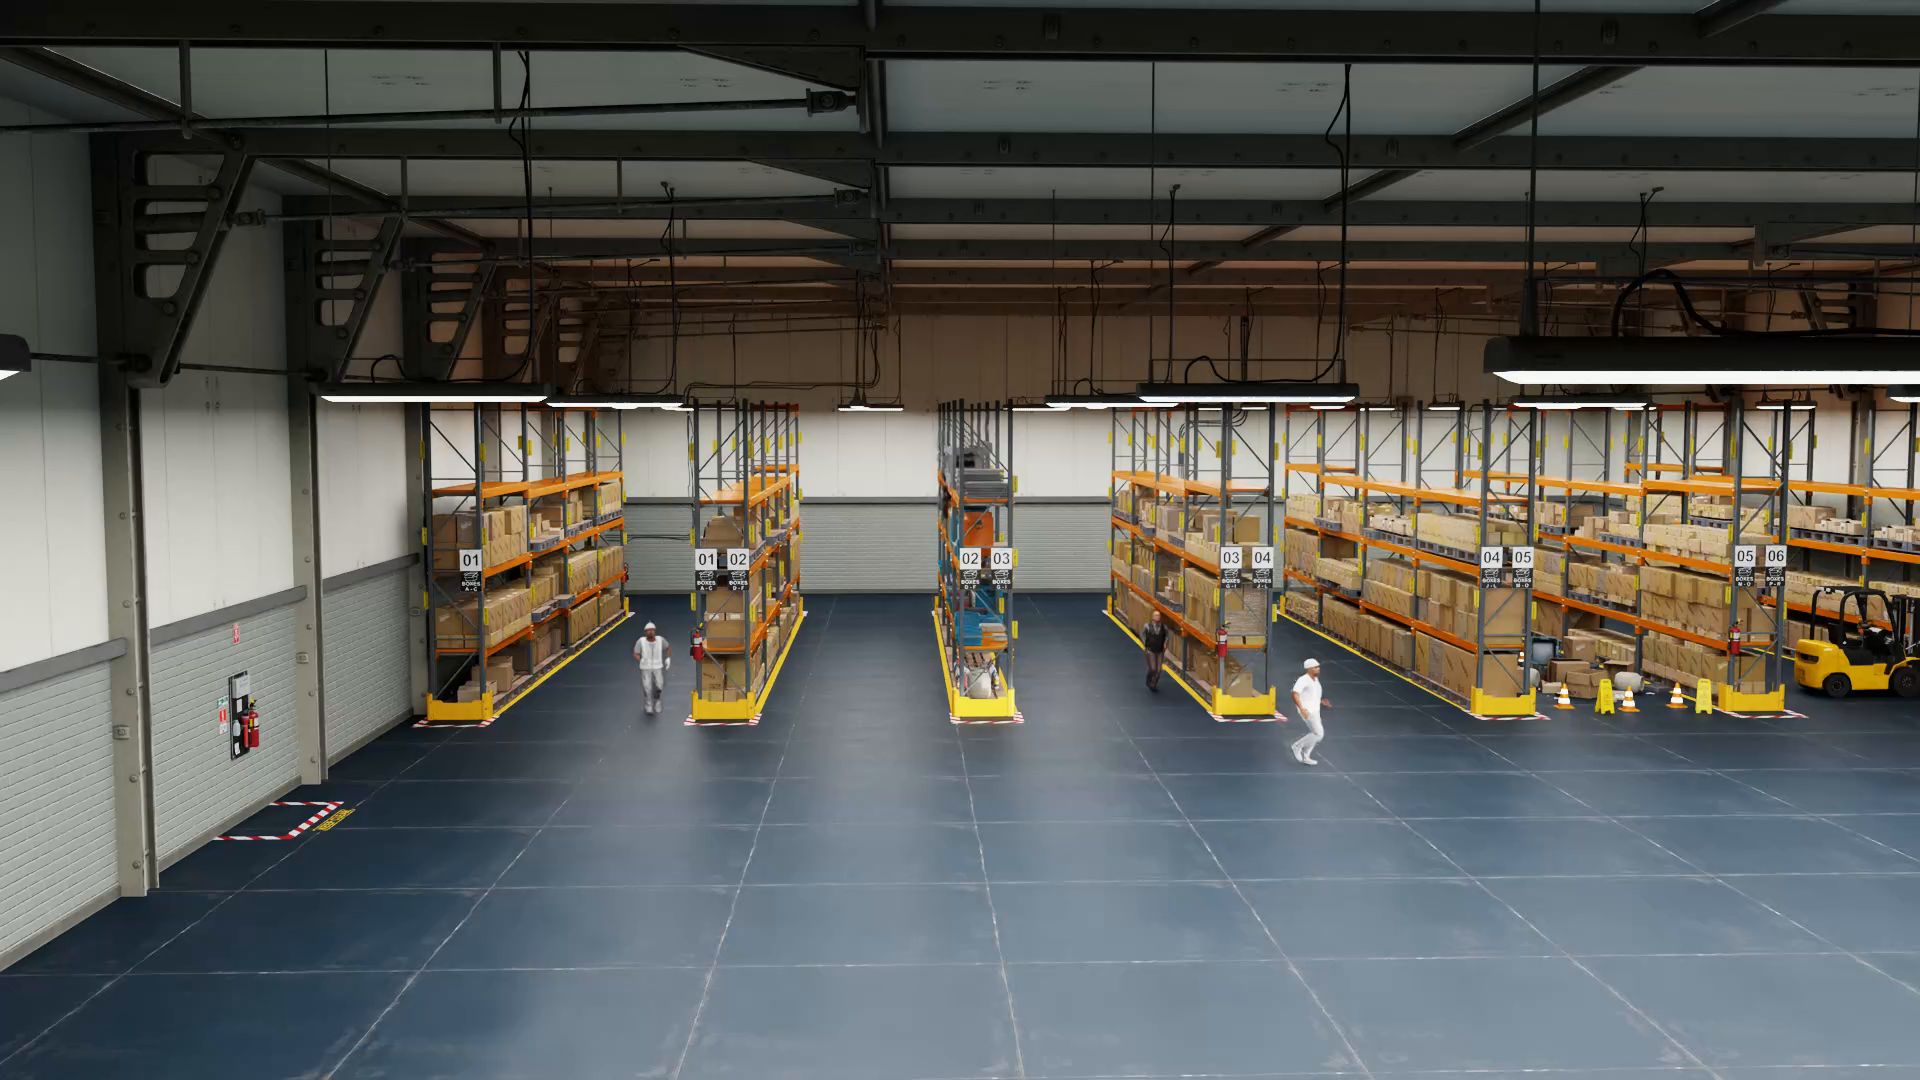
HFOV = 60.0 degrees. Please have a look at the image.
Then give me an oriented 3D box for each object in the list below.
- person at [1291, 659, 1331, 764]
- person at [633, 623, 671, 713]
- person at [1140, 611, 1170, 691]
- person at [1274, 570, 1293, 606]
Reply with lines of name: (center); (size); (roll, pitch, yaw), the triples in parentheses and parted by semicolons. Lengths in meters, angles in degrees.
person: (5.732, 2.797, 27.151); (0.575, 1.729, 0.712); (2, 5, 28)
person: (-5.822, 2.446, 31.525); (0.722, 1.752, 0.625); (-1, 5, -17)
person: (4.037, 2.294, 34.180); (0.607, 1.671, 0.586); (-1, 4, -10)
person: (9.642, 1.176, 49.129); (0.777, 1.645, 0.719); (1, 5, 19)
